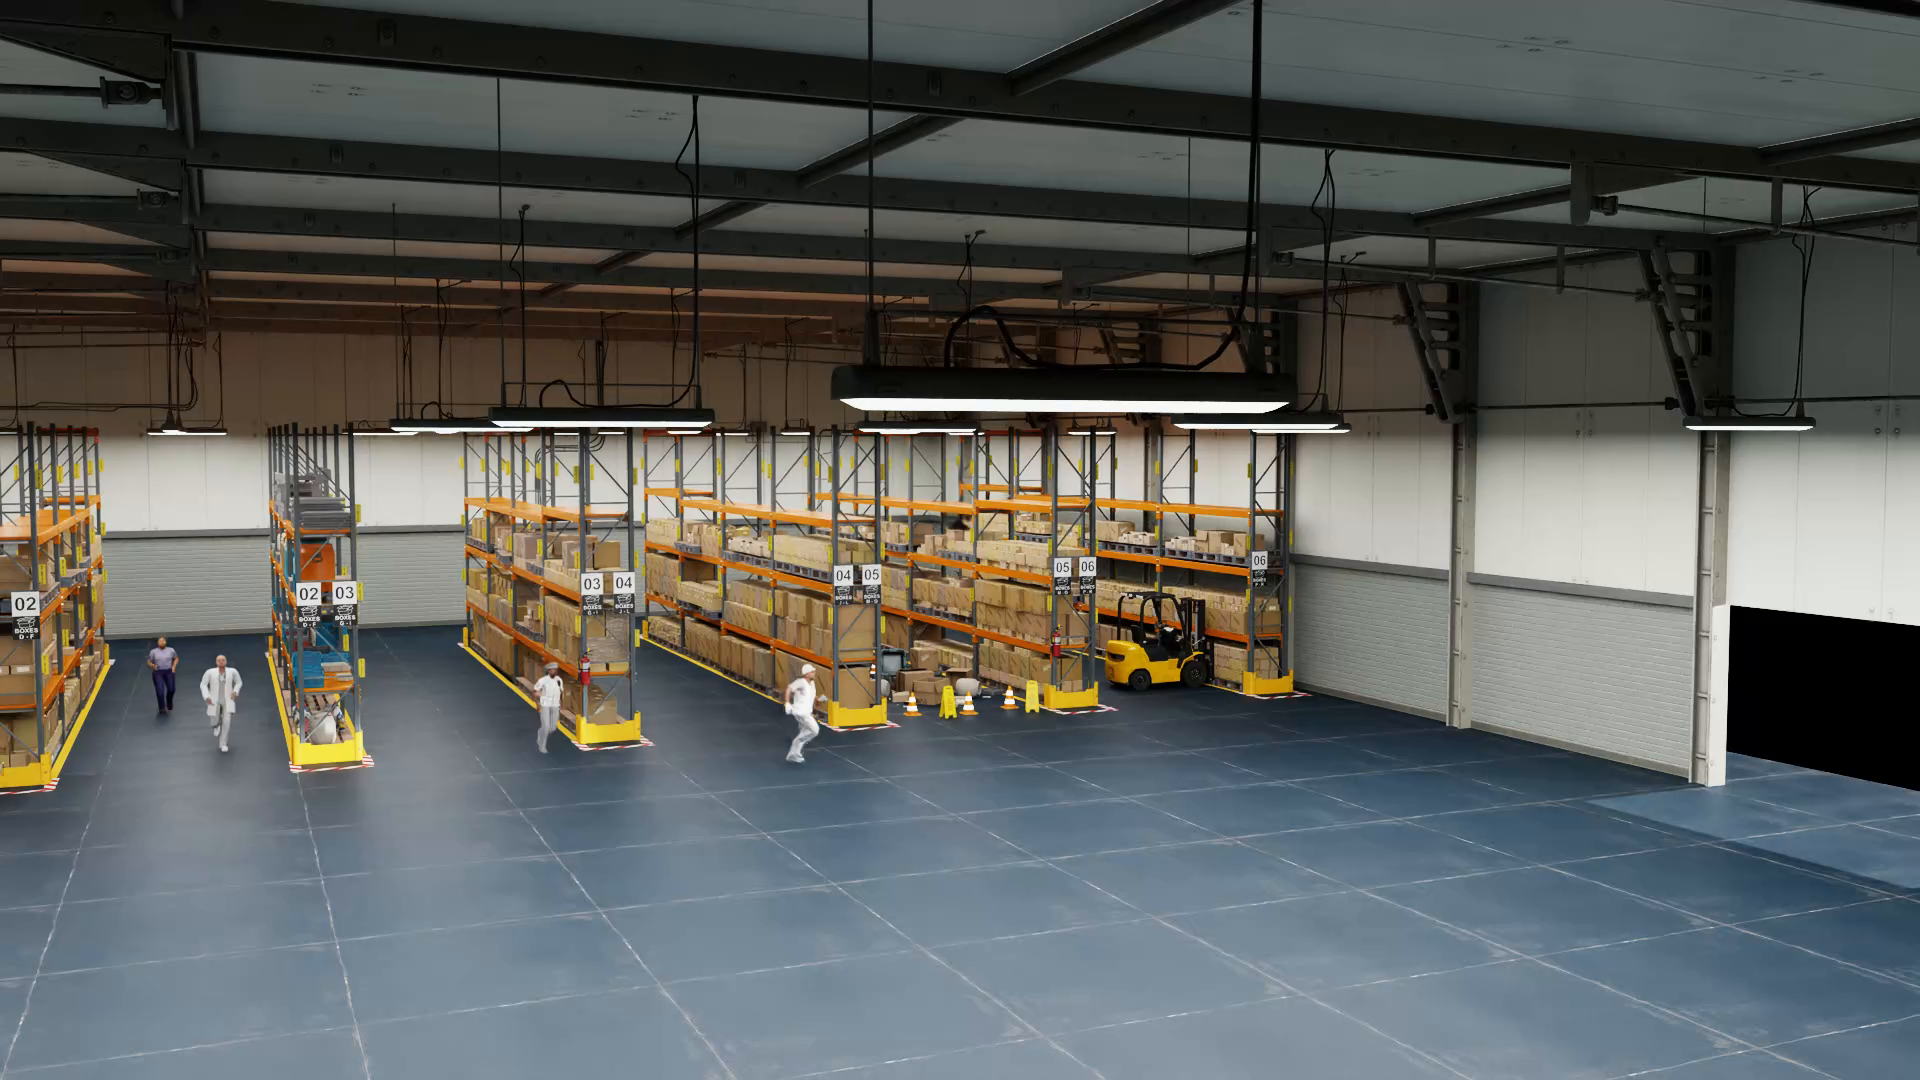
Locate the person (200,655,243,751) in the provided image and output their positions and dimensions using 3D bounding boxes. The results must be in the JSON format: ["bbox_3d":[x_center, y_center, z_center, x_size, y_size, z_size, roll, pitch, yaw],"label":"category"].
[{"bbox_3d":[-13.648,3.086,30.756,0.717,1.555,0.818,-1,4,-22],"label":"person"}]

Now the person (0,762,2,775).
[{"bbox_3d":[-15.277,3.315,26.073,0.574,1.654,0.639,1,4,20],"label":"person"}]

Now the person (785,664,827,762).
[{"bbox_3d":[-2.706,3.054,29.319,0.716,1.724,0.730,1,4,16],"label":"person"}]

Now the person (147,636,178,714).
[{"bbox_3d":[-16.536,2.808,34.535,0.598,1.601,0.521,-2,4,-30],"label":"person"}]

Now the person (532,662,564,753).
[{"bbox_3d":[-7.550,3.063,30.538,0.615,1.666,0.556,-3,4,-37],"label":"person"}]
